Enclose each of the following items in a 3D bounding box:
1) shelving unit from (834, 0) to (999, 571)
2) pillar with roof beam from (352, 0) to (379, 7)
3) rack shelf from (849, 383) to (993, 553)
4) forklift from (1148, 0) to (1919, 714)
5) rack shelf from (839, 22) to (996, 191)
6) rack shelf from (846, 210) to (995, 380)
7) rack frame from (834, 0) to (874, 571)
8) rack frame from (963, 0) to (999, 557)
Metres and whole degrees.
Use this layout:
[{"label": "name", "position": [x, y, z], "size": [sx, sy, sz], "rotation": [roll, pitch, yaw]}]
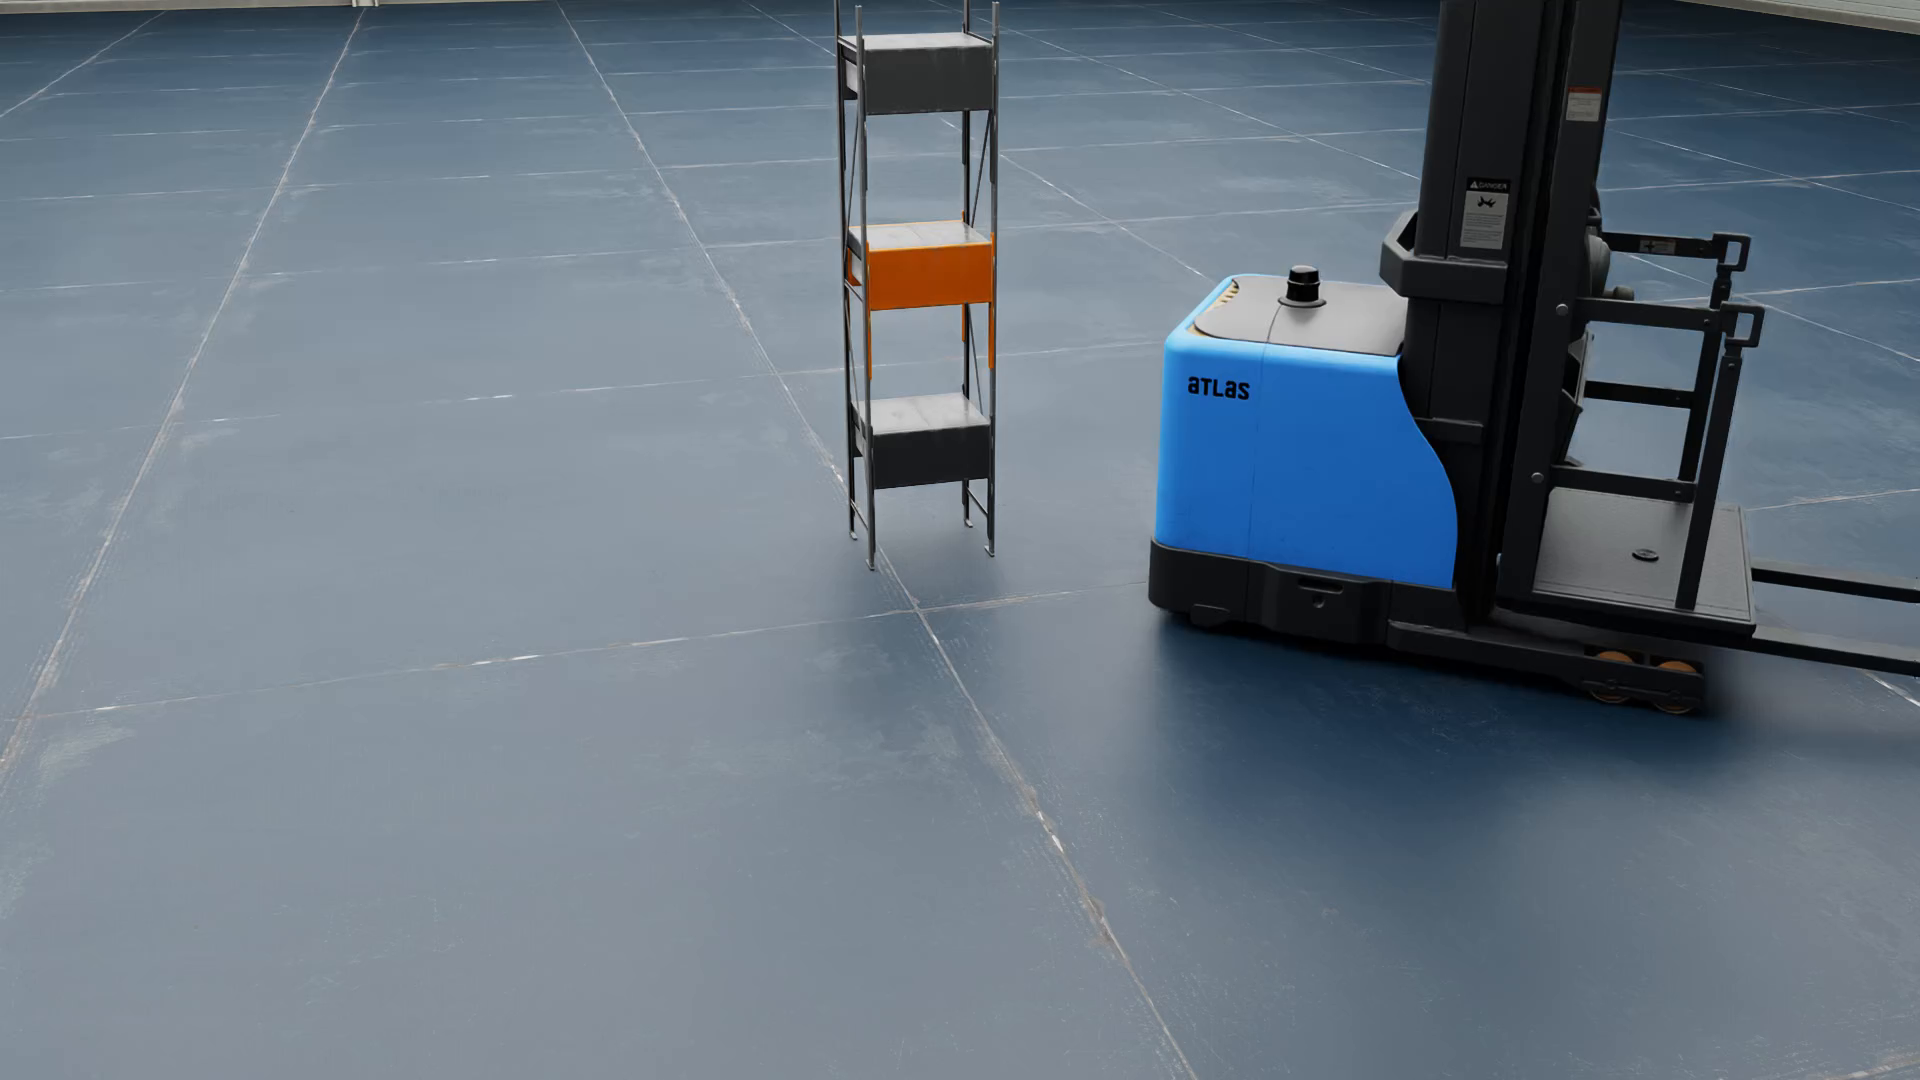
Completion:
[{"label": "shelving unit", "position": [-0.159, -0.947, 6.295], "size": [0.503, 2.100, 0.431], "rotation": [-6, 24, -14]}, {"label": "pillar with roof beam", "position": [-8.450, -11.153, 21.331], "size": [0.400, 9.000, 9.100], "rotation": [-6, 24, -14]}, {"label": "rack shelf", "position": [-0.159, -0.291, 6.576], "size": [0.480, 0.518, 0.431], "rotation": [-6, 24, -14]}, {"label": "forklift", "position": [2.256, -1.018, 5.405], "size": [3.031, 2.935, 1.130], "rotation": [9, 25, 20]}, {"label": "rack shelf", "position": [-0.159, -1.578, 6.024], "size": [0.480, 0.518, 0.431], "rotation": [-6, 24, -14]}, {"label": "rack shelf", "position": [-0.159, -0.935, 6.300], "size": [0.480, 0.518, 0.431], "rotation": [-6, 24, -14]}, {"label": "rack frame", "position": [-0.394, -0.921, 6.234], "size": [0.015, 2.100, 0.400], "rotation": [-6, 24, -14]}, {"label": "rack frame", "position": [0.076, -0.973, 6.355], "size": [0.015, 2.100, 0.400], "rotation": [-6, 24, -14]}]
